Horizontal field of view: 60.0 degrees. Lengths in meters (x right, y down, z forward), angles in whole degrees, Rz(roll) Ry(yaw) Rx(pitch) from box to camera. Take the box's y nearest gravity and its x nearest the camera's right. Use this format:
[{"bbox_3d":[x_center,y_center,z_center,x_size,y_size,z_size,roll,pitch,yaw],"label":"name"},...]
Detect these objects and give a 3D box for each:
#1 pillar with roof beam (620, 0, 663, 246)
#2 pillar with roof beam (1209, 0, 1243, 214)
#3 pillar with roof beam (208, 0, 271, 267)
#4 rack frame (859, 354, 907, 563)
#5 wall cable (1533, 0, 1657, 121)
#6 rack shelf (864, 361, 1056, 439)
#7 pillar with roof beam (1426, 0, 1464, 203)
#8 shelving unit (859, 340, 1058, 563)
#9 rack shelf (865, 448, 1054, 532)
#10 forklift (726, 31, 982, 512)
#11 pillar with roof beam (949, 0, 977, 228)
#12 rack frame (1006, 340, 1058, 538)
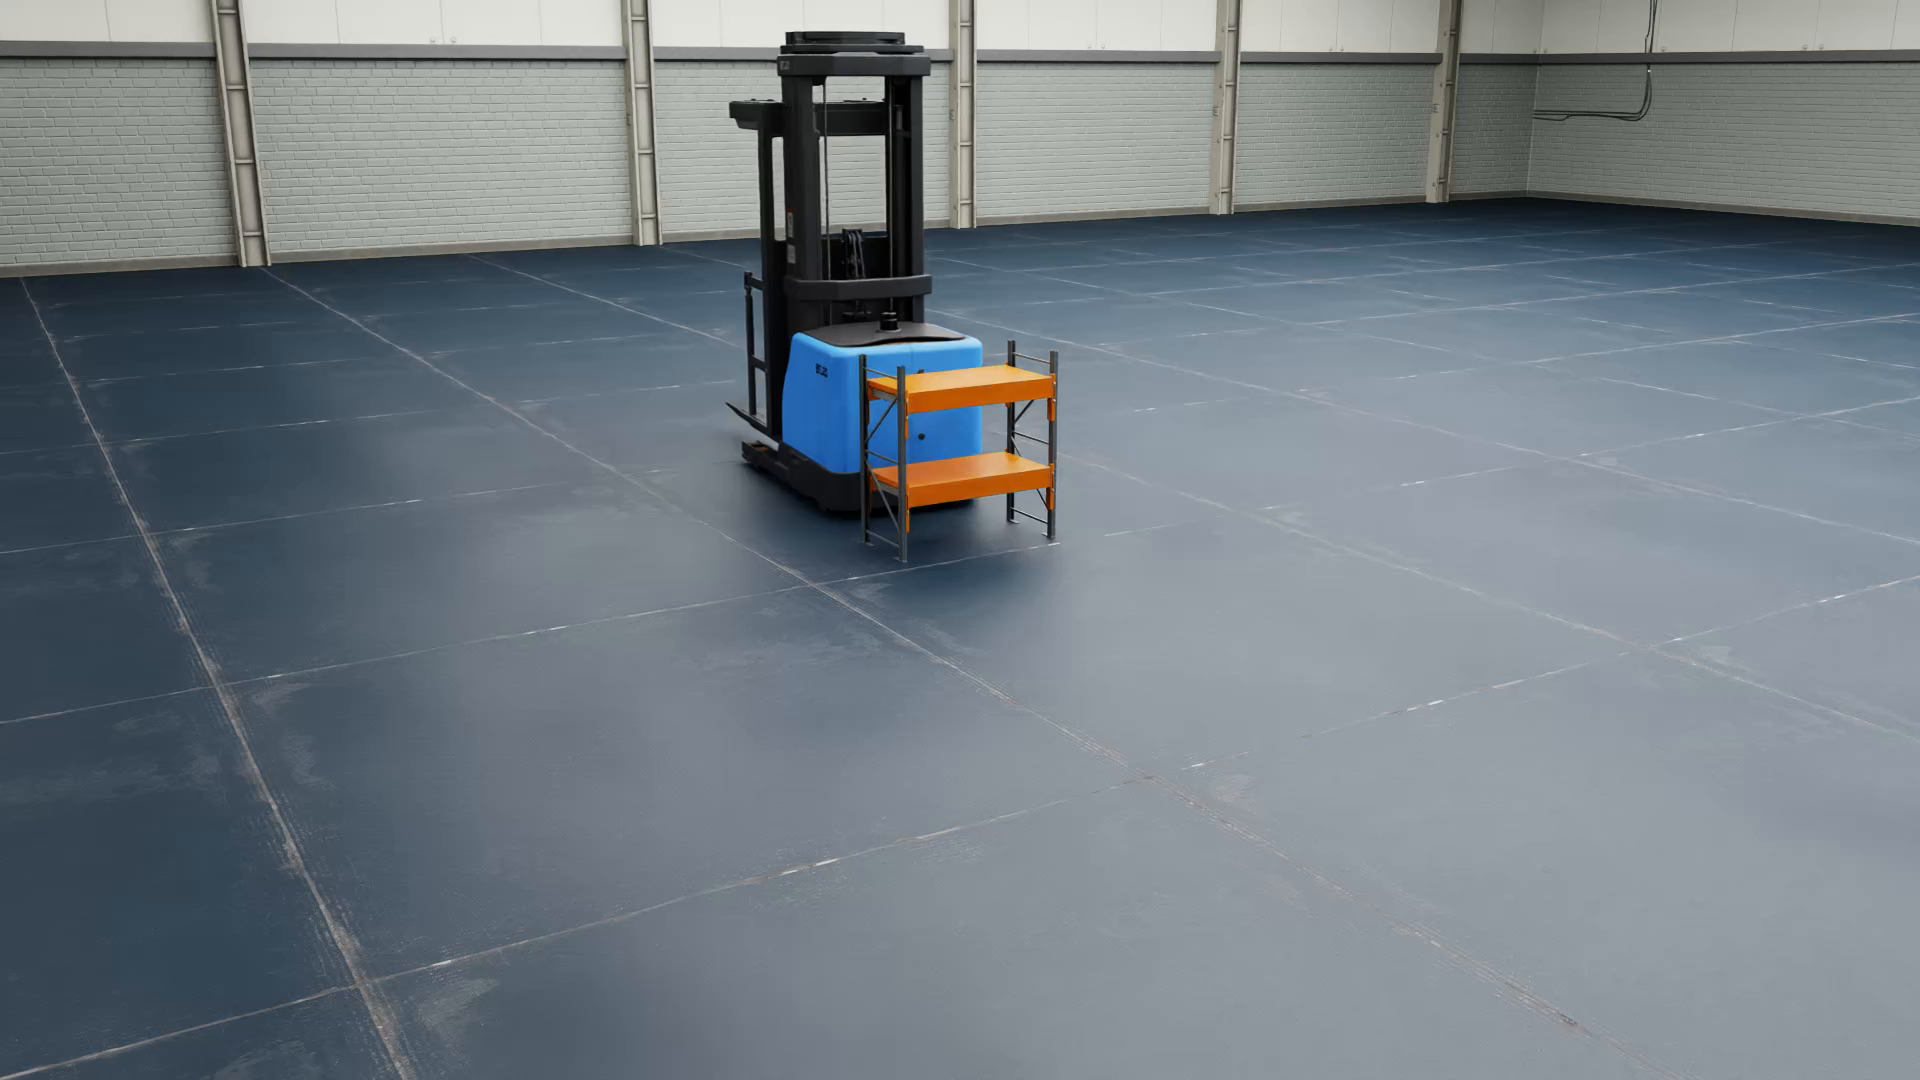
[{"bbox_3d":[-2.877,-8.163,22.359,0.400,9.000,9.100,-9,18,-30],"label":"pillar with roof beam"},{"bbox_3d":[7.410,-9.831,28.310,0.400,9.000,9.100,-9,18,-30],"label":"pillar with roof beam"},{"bbox_3d":[-8.020,-7.329,19.384,0.400,9.000,9.100,-9,18,-30],"label":"pillar with roof beam"},{"bbox_3d":[-0.442,-0.470,9.503,0.032,1.125,0.500,-9,18,-30],"label":"rack frame"},{"bbox_3d":[13.542,-10.270,35.627,0.112,2.526,3.097,-9,18,-30],"label":"wall cable"},{"bbox_3d":[-0.006,-0.823,9.676,1.000,0.278,0.538,-9,18,-30],"label":"rack shelf"},{"bbox_3d":[12.553,-10.665,31.285,0.400,9.000,9.100,-9,18,-30],"label":"pillar with roof beam"},{"bbox_3d":[-0.006,-0.541,9.755,1.048,1.125,0.538,-9,18,-30],"label":"shelving unit"},{"bbox_3d":[-0.006,-0.305,9.821,1.000,0.278,0.538,-9,18,-30],"label":"rack shelf"},{"bbox_3d":[-0.901,-1.940,11.400,1.130,2.935,3.031,-7,17,-23],"label":"forklift"},{"bbox_3d":[2.267,-8.997,25.334,0.400,9.000,9.100,-9,18,-30],"label":"pillar with roof beam"},{"bbox_3d":[0.430,-0.611,10.007,0.032,1.125,0.500,-9,18,-30],"label":"rack frame"}]
